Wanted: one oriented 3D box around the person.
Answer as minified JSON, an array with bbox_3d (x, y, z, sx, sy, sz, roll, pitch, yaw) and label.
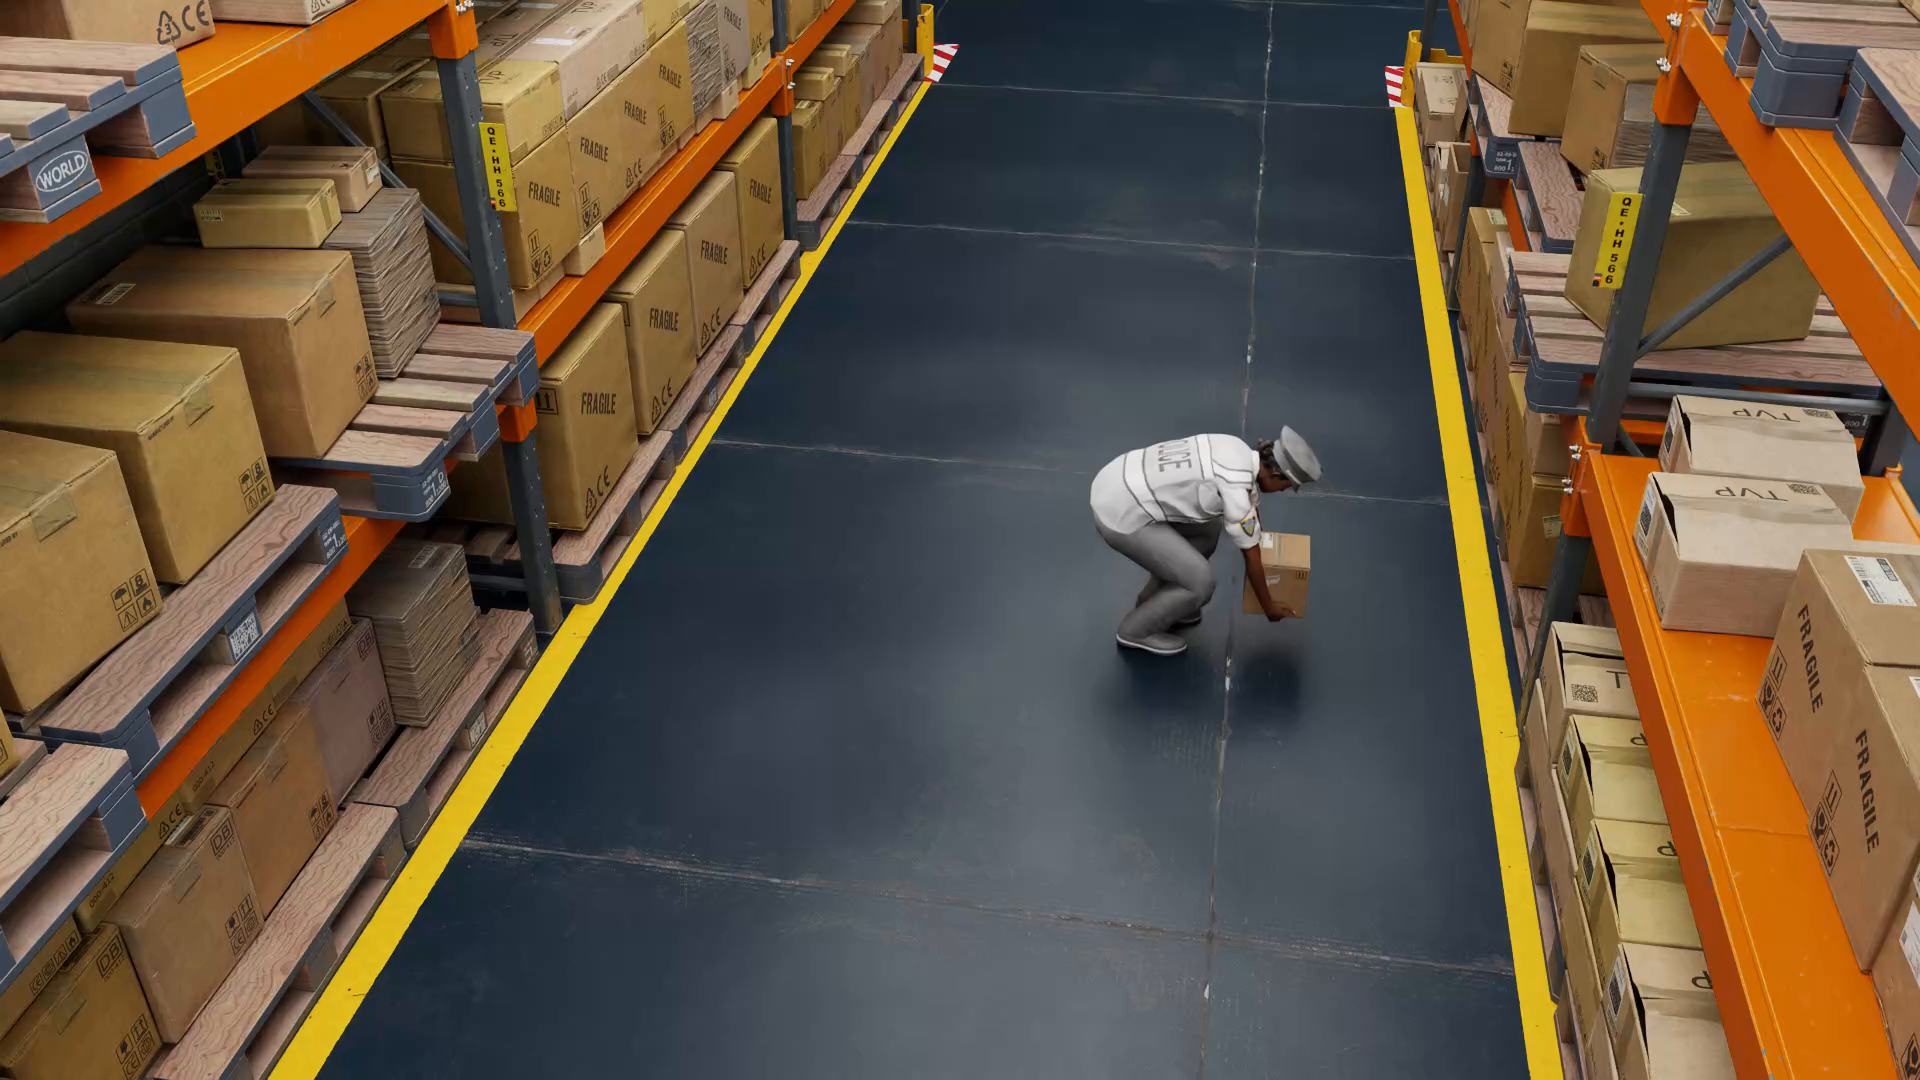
[{"bbox_3d":[0.985,-0.013,6.801,0.916,0.979,0.457,4,33,6],"label":"person"}]
